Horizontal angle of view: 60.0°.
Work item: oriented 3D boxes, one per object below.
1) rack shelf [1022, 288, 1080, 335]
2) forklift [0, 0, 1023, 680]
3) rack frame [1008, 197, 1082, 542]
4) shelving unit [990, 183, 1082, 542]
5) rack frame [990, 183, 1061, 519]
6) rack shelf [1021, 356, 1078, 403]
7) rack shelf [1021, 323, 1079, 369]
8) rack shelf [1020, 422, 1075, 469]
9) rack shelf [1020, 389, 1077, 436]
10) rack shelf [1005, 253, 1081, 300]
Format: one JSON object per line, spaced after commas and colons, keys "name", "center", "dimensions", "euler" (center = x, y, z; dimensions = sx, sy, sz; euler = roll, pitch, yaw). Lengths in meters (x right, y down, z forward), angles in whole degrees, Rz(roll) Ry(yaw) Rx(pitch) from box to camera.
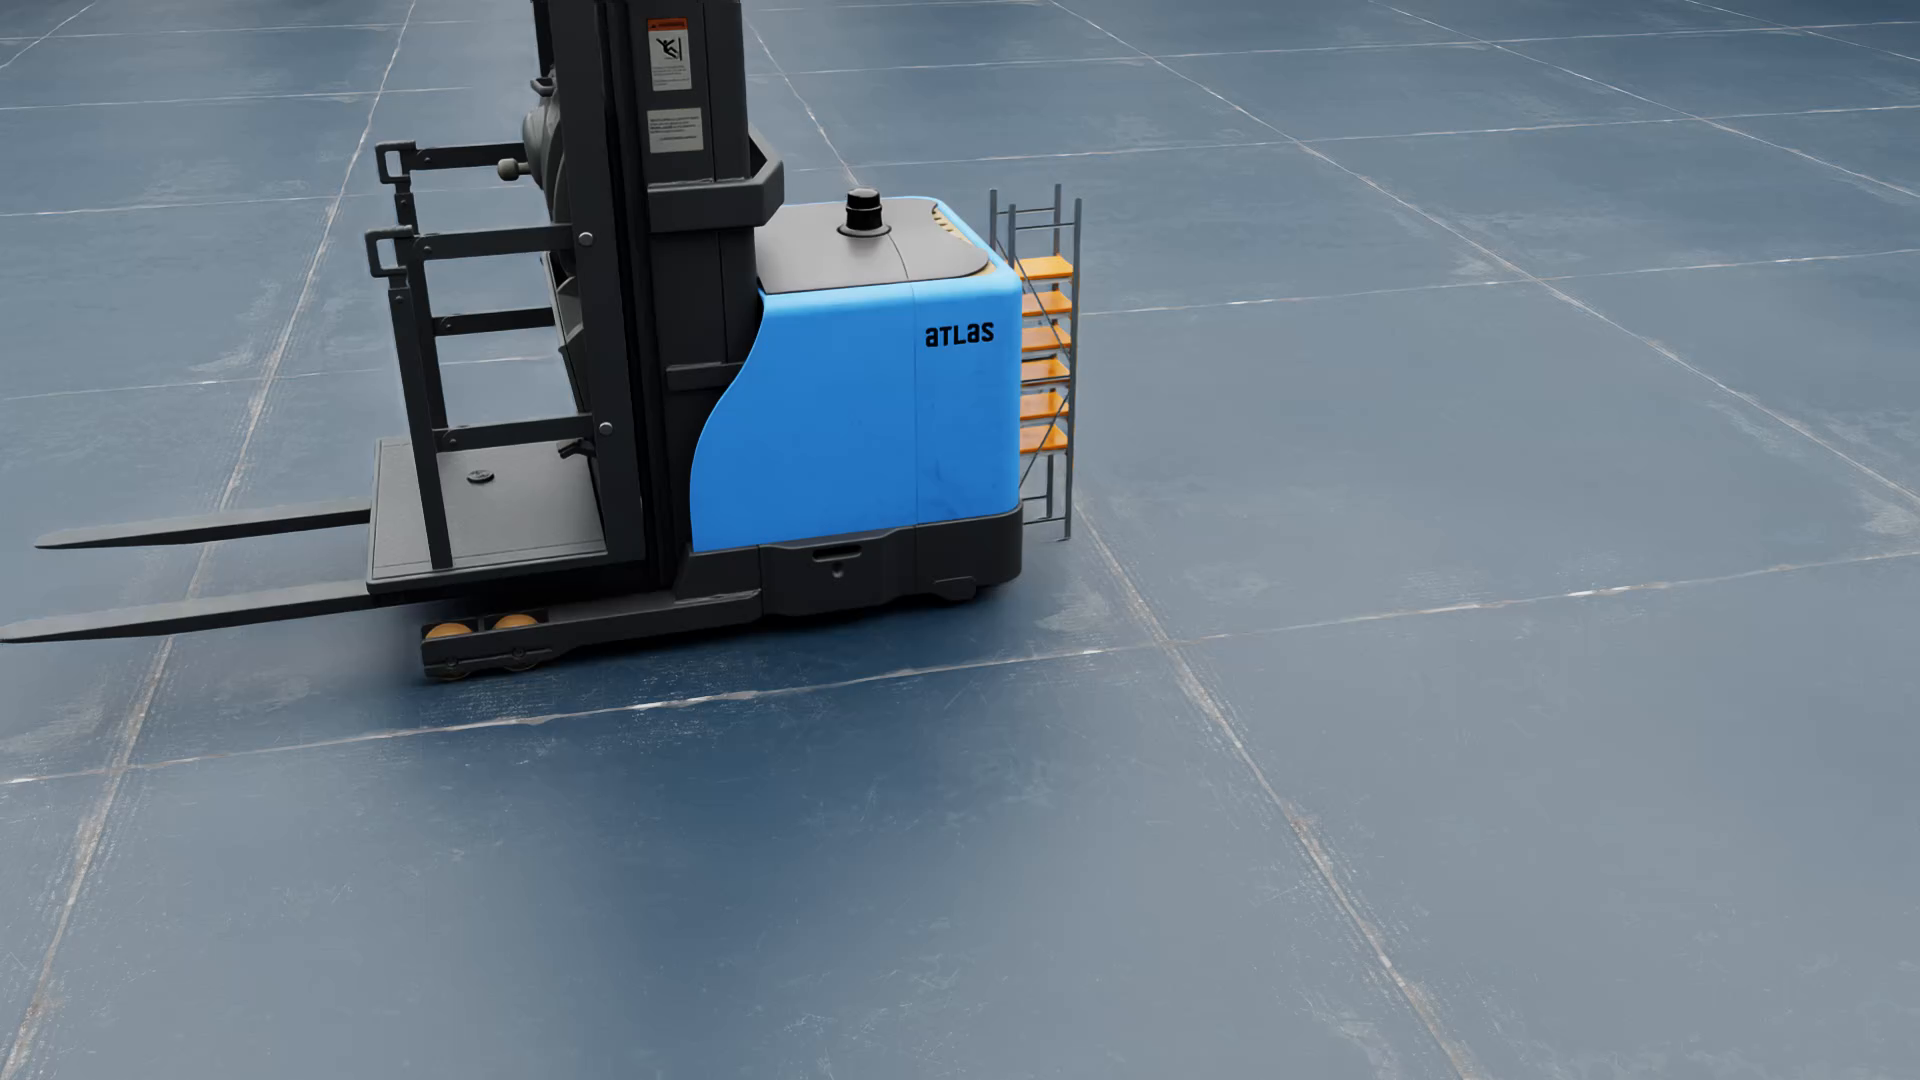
{"name": "rack shelf", "center": [0.239, -0.736, 5.442], "dimensions": [0.258, 0.103, 0.180], "euler": [-8, 28, -15]}
{"name": "forklift", "center": [-1.374, -1.158, 4.791], "dimensions": [3.031, 2.935, 1.130], "euler": [-7, 28, -14]}
{"name": "rack frame", "center": [0.266, -0.522, 5.452], "dimensions": [0.240, 1.200, 0.006], "euler": [-8, 28, -15]}
{"name": "shelving unit", "center": [0.239, -0.561, 5.530], "dimensions": [0.258, 1.200, 0.189], "euler": [-8, 28, -15]}
{"name": "rack frame", "center": [0.212, -0.600, 5.608], "dimensions": [0.240, 1.200, 0.006], "euler": [-8, 28, -15]}
{"name": "rack shelf", "center": [0.239, -0.521, 5.550], "dimensions": [0.258, 0.103, 0.180], "euler": [-8, 28, -15]}
{"name": "rack shelf", "center": [0.239, -0.629, 5.496], "dimensions": [0.258, 0.103, 0.180], "euler": [-8, 28, -15]}
{"name": "rack shelf", "center": [0.239, -0.307, 5.658], "dimensions": [0.258, 0.103, 0.180], "euler": [-8, 28, -15]}
{"name": "rack shelf", "center": [0.239, -0.414, 5.604], "dimensions": [0.258, 0.103, 0.180], "euler": [-8, 28, -15]}
{"name": "rack shelf", "center": [0.239, -0.843, 5.388], "dimensions": [0.258, 0.103, 0.180], "euler": [-8, 28, -15]}
